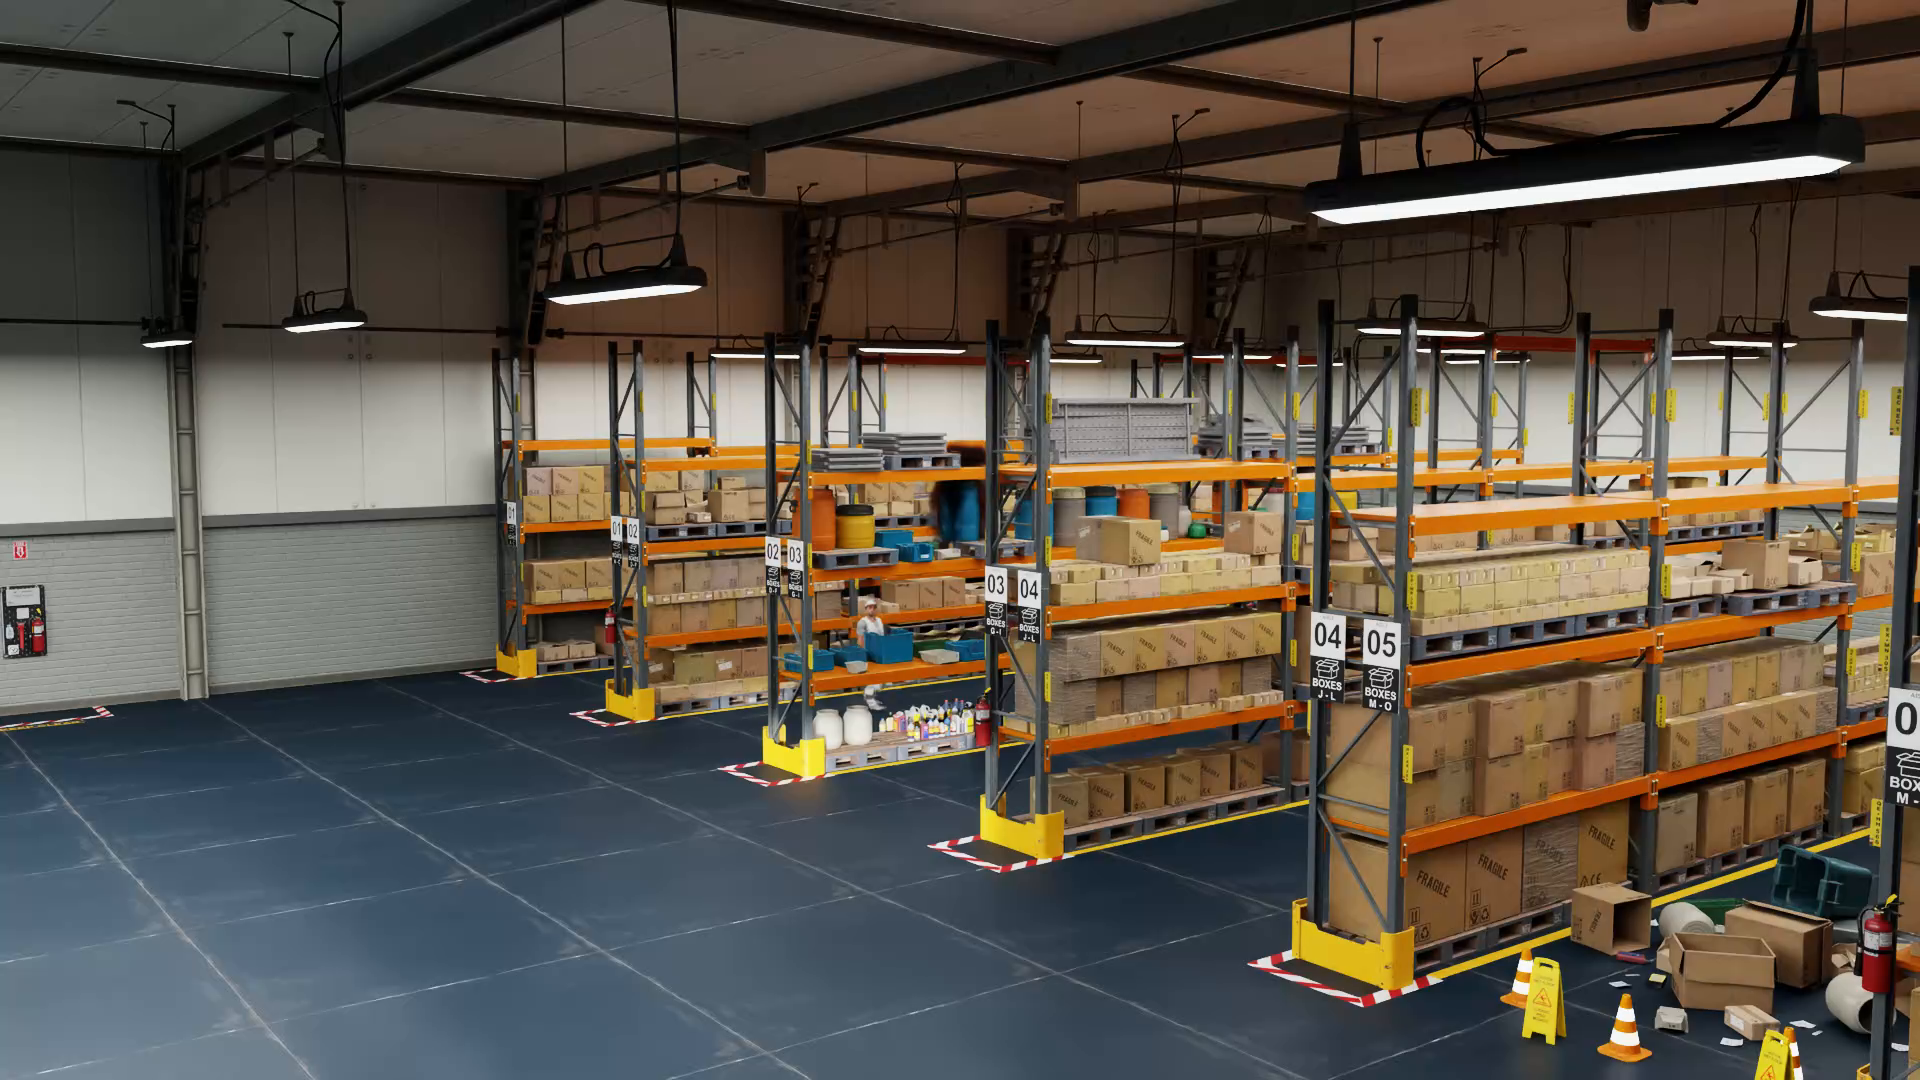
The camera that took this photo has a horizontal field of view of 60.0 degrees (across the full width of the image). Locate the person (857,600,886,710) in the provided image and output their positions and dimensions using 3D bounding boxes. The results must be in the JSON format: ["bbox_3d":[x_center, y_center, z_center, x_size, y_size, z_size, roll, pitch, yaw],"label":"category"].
[{"bbox_3d":[-1.403,1.873,27.098,0.469,1.786,0.592,3,6,31],"label":"person"}]
